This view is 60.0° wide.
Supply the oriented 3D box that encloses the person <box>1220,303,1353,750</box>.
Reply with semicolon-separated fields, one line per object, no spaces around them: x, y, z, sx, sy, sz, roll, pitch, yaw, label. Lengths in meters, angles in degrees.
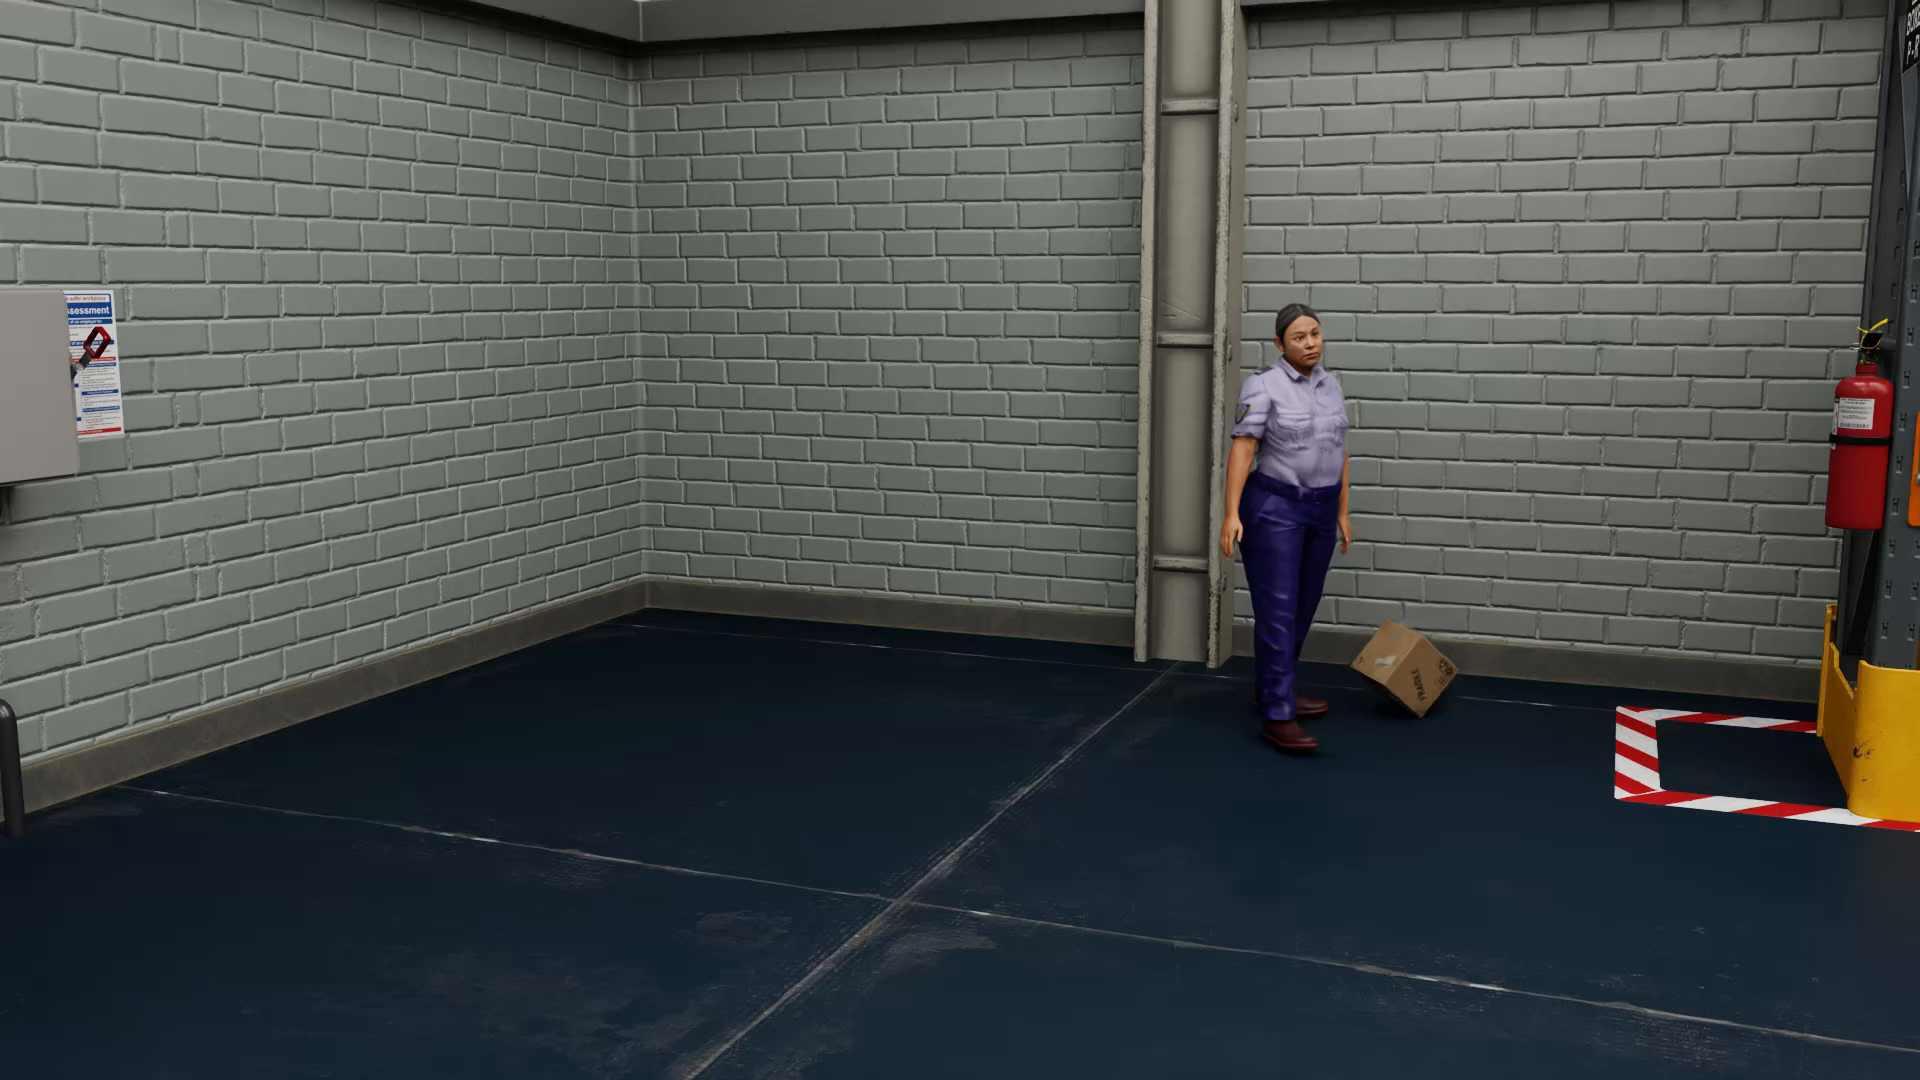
1.254;-0.065;6.290;0.670;1.623;0.613;-6;11;-33;person
